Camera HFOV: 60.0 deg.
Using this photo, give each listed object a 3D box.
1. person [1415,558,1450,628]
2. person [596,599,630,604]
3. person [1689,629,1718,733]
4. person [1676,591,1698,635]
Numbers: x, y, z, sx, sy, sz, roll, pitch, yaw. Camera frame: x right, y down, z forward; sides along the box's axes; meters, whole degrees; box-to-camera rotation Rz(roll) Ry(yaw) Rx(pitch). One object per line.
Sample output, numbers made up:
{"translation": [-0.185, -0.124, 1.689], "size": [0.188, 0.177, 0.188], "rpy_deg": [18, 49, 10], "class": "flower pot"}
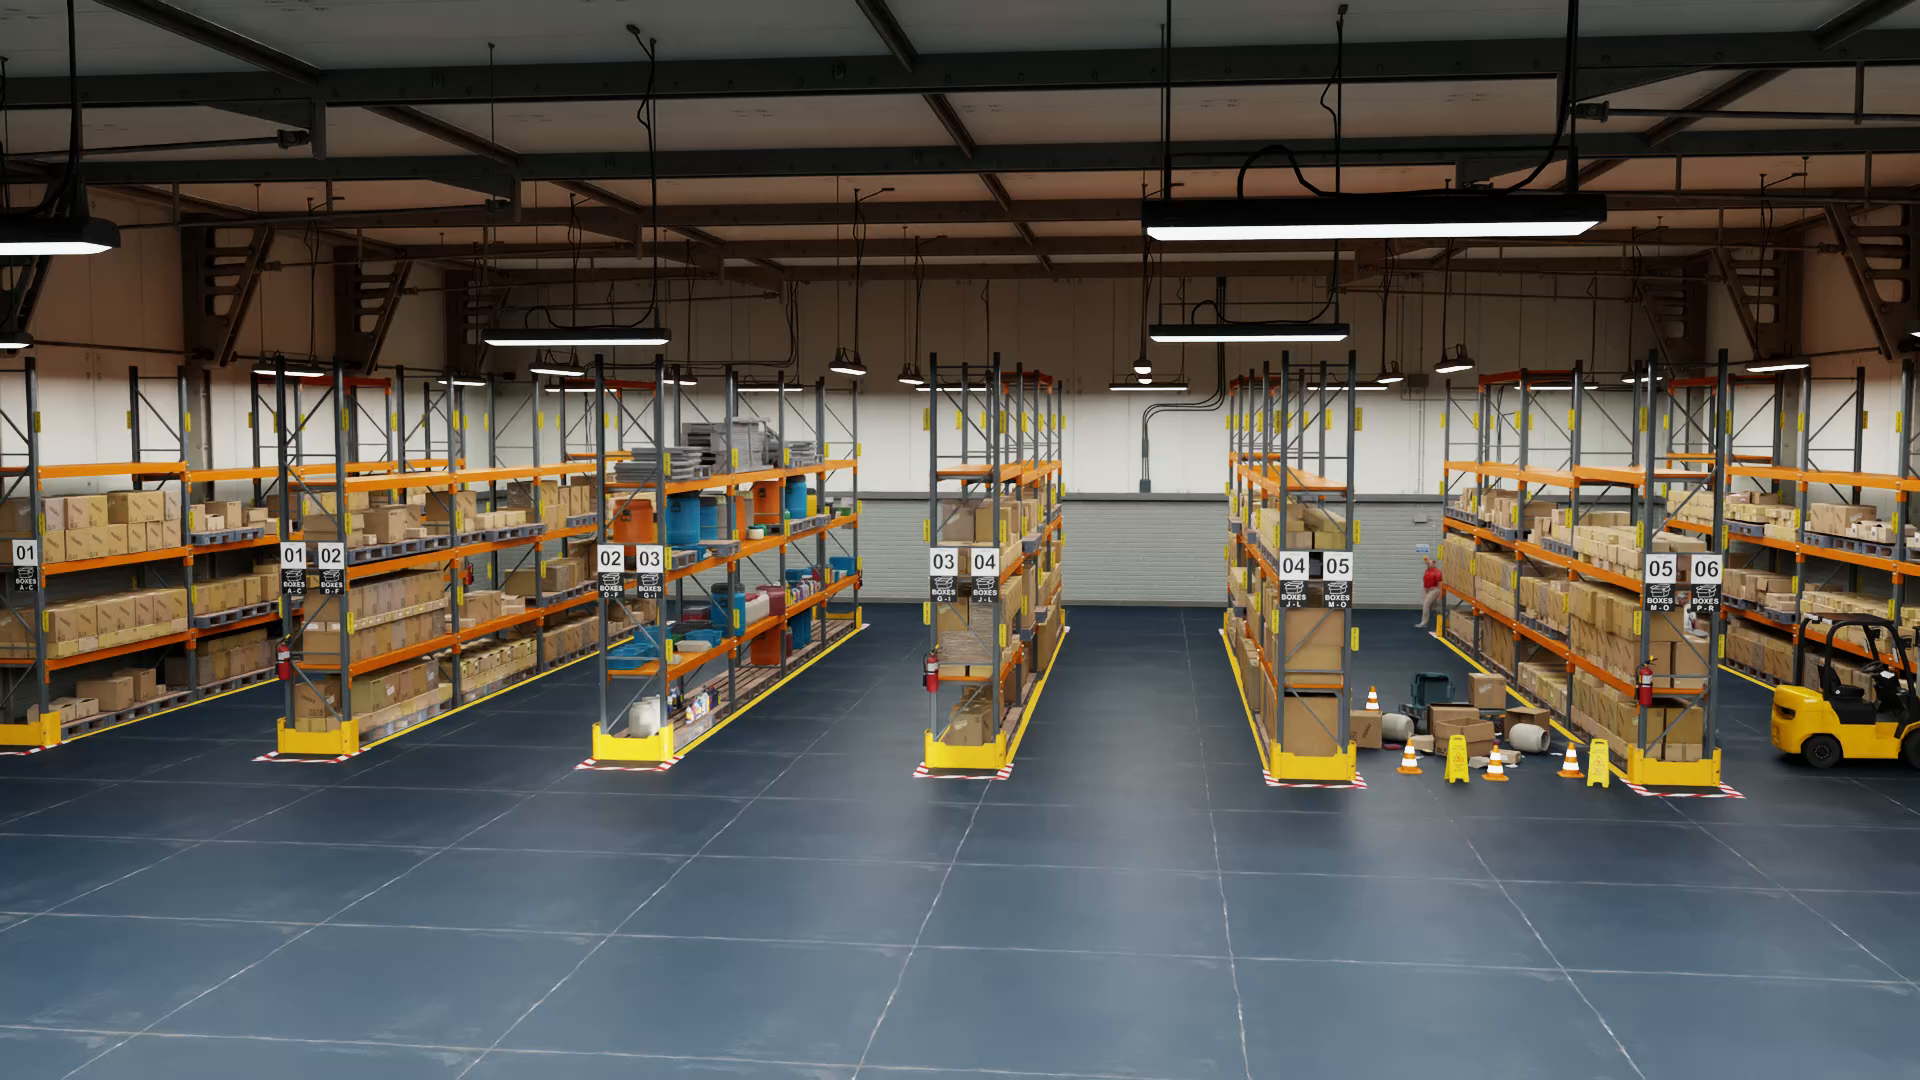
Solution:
{"translation": [11.540, 1.286, 40.490], "size": [0.986, 1.684, 0.523], "rpy_deg": [0, 4, -1], "class": "person"}
{"translation": [-9.498, 0.911, 45.573], "size": [1.095, 1.710, 0.564], "rpy_deg": [1, 4, 15], "class": "person"}
{"translation": [11.889, 2.286, 26.681], "size": [0.513, 1.674, 0.516], "rpy_deg": [0, 4, 7], "class": "person"}
{"translation": [14.068, 1.836, 32.454], "size": [0.620, 1.697, 1.064], "rpy_deg": [2, 4, 25], "class": "person"}
